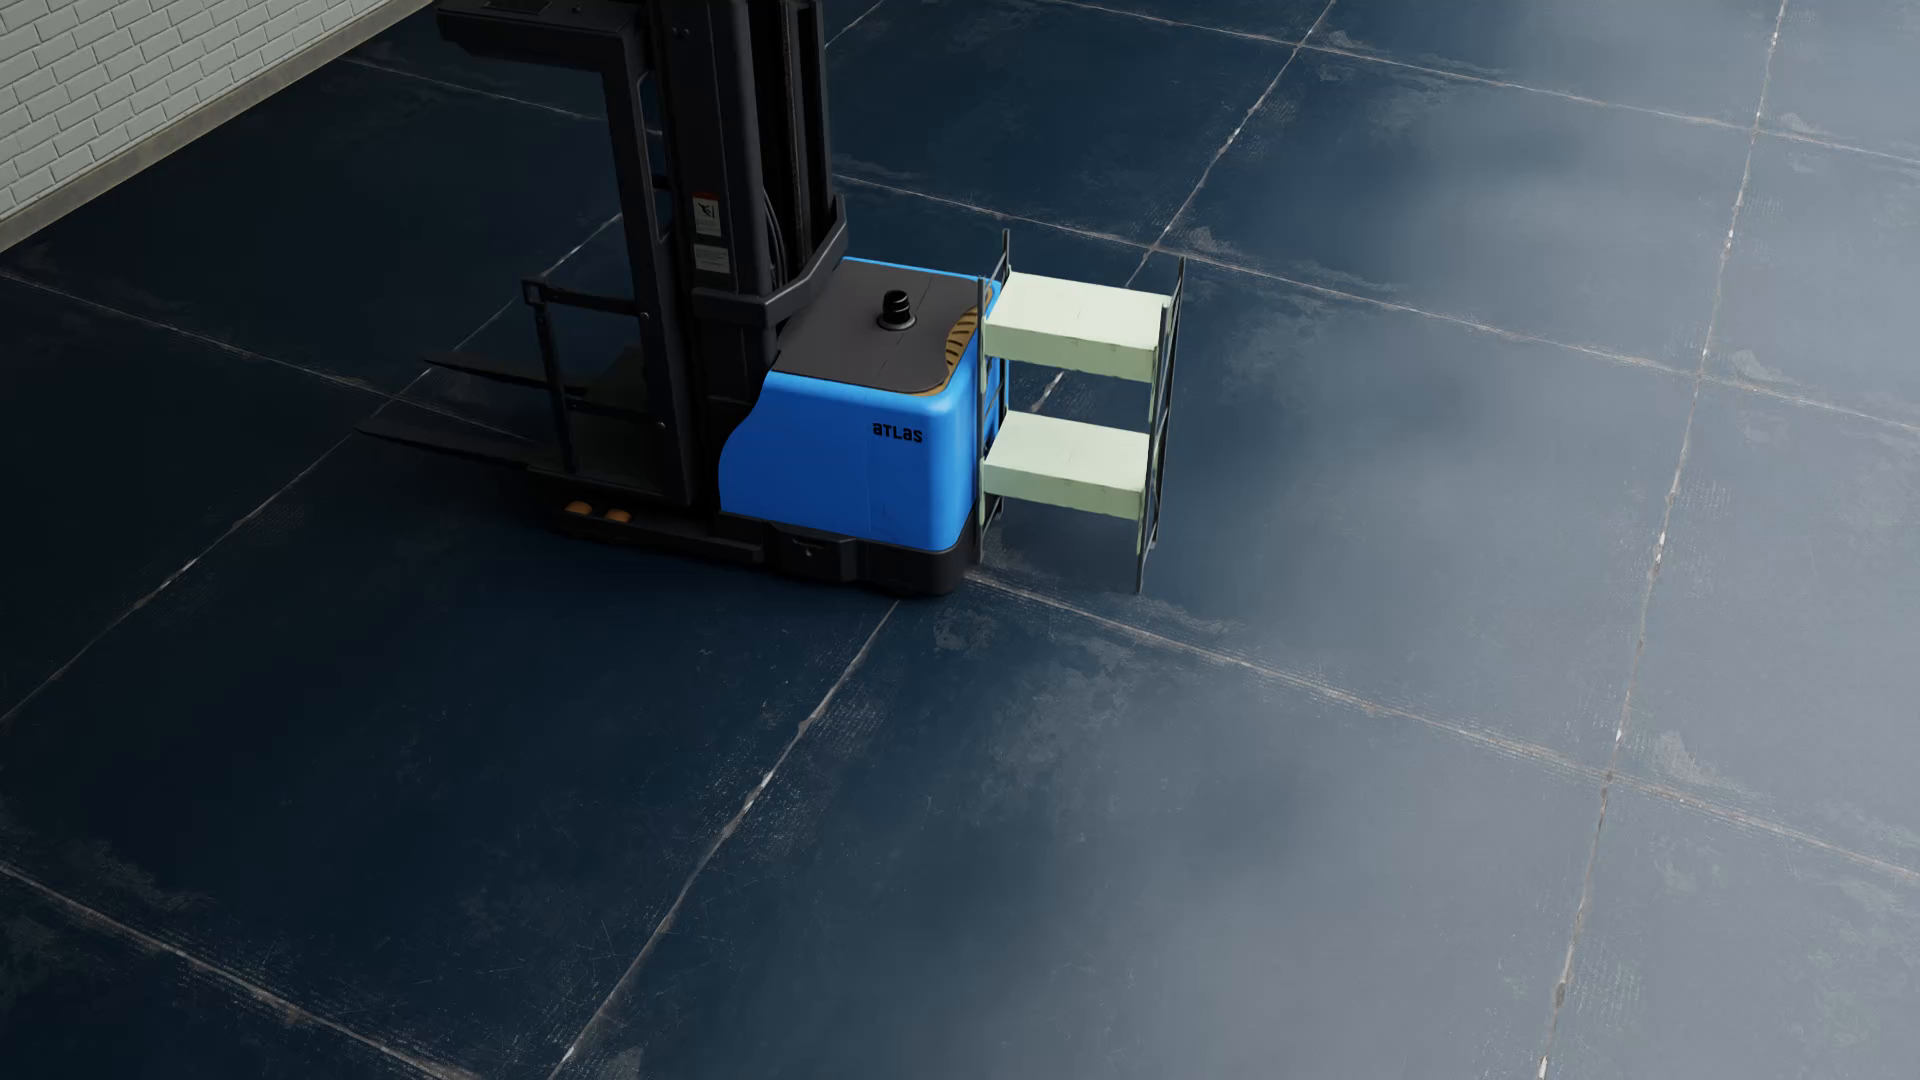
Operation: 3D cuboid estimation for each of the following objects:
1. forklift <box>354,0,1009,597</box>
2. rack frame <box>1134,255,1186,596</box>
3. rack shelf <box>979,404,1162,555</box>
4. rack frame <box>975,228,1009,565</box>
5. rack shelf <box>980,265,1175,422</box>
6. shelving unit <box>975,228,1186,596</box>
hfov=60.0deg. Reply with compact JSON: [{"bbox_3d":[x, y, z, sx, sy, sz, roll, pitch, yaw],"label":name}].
[{"bbox_3d":[-1.340,-1.405,7.017,3.031,2.935,1.130,11,42,12],"label":"forklift"},{"bbox_3d":[0.839,-0.449,7.007,0.023,1.500,0.400,11,42,12],"label":"rack frame"},{"bbox_3d":[0.488,-0.270,7.298,0.720,0.370,0.431,11,42,12],"label":"rack shelf"},{"bbox_3d":[0.136,-0.583,7.162,0.023,1.500,0.400,11,42,12],"label":"rack frame"},{"bbox_3d":[0.488,-0.811,6.829,0.720,0.370,0.431,11,42,12],"label":"rack shelf"},{"bbox_3d":[0.488,-0.516,7.084,0.755,1.500,0.431,11,42,12],"label":"shelving unit"}]
